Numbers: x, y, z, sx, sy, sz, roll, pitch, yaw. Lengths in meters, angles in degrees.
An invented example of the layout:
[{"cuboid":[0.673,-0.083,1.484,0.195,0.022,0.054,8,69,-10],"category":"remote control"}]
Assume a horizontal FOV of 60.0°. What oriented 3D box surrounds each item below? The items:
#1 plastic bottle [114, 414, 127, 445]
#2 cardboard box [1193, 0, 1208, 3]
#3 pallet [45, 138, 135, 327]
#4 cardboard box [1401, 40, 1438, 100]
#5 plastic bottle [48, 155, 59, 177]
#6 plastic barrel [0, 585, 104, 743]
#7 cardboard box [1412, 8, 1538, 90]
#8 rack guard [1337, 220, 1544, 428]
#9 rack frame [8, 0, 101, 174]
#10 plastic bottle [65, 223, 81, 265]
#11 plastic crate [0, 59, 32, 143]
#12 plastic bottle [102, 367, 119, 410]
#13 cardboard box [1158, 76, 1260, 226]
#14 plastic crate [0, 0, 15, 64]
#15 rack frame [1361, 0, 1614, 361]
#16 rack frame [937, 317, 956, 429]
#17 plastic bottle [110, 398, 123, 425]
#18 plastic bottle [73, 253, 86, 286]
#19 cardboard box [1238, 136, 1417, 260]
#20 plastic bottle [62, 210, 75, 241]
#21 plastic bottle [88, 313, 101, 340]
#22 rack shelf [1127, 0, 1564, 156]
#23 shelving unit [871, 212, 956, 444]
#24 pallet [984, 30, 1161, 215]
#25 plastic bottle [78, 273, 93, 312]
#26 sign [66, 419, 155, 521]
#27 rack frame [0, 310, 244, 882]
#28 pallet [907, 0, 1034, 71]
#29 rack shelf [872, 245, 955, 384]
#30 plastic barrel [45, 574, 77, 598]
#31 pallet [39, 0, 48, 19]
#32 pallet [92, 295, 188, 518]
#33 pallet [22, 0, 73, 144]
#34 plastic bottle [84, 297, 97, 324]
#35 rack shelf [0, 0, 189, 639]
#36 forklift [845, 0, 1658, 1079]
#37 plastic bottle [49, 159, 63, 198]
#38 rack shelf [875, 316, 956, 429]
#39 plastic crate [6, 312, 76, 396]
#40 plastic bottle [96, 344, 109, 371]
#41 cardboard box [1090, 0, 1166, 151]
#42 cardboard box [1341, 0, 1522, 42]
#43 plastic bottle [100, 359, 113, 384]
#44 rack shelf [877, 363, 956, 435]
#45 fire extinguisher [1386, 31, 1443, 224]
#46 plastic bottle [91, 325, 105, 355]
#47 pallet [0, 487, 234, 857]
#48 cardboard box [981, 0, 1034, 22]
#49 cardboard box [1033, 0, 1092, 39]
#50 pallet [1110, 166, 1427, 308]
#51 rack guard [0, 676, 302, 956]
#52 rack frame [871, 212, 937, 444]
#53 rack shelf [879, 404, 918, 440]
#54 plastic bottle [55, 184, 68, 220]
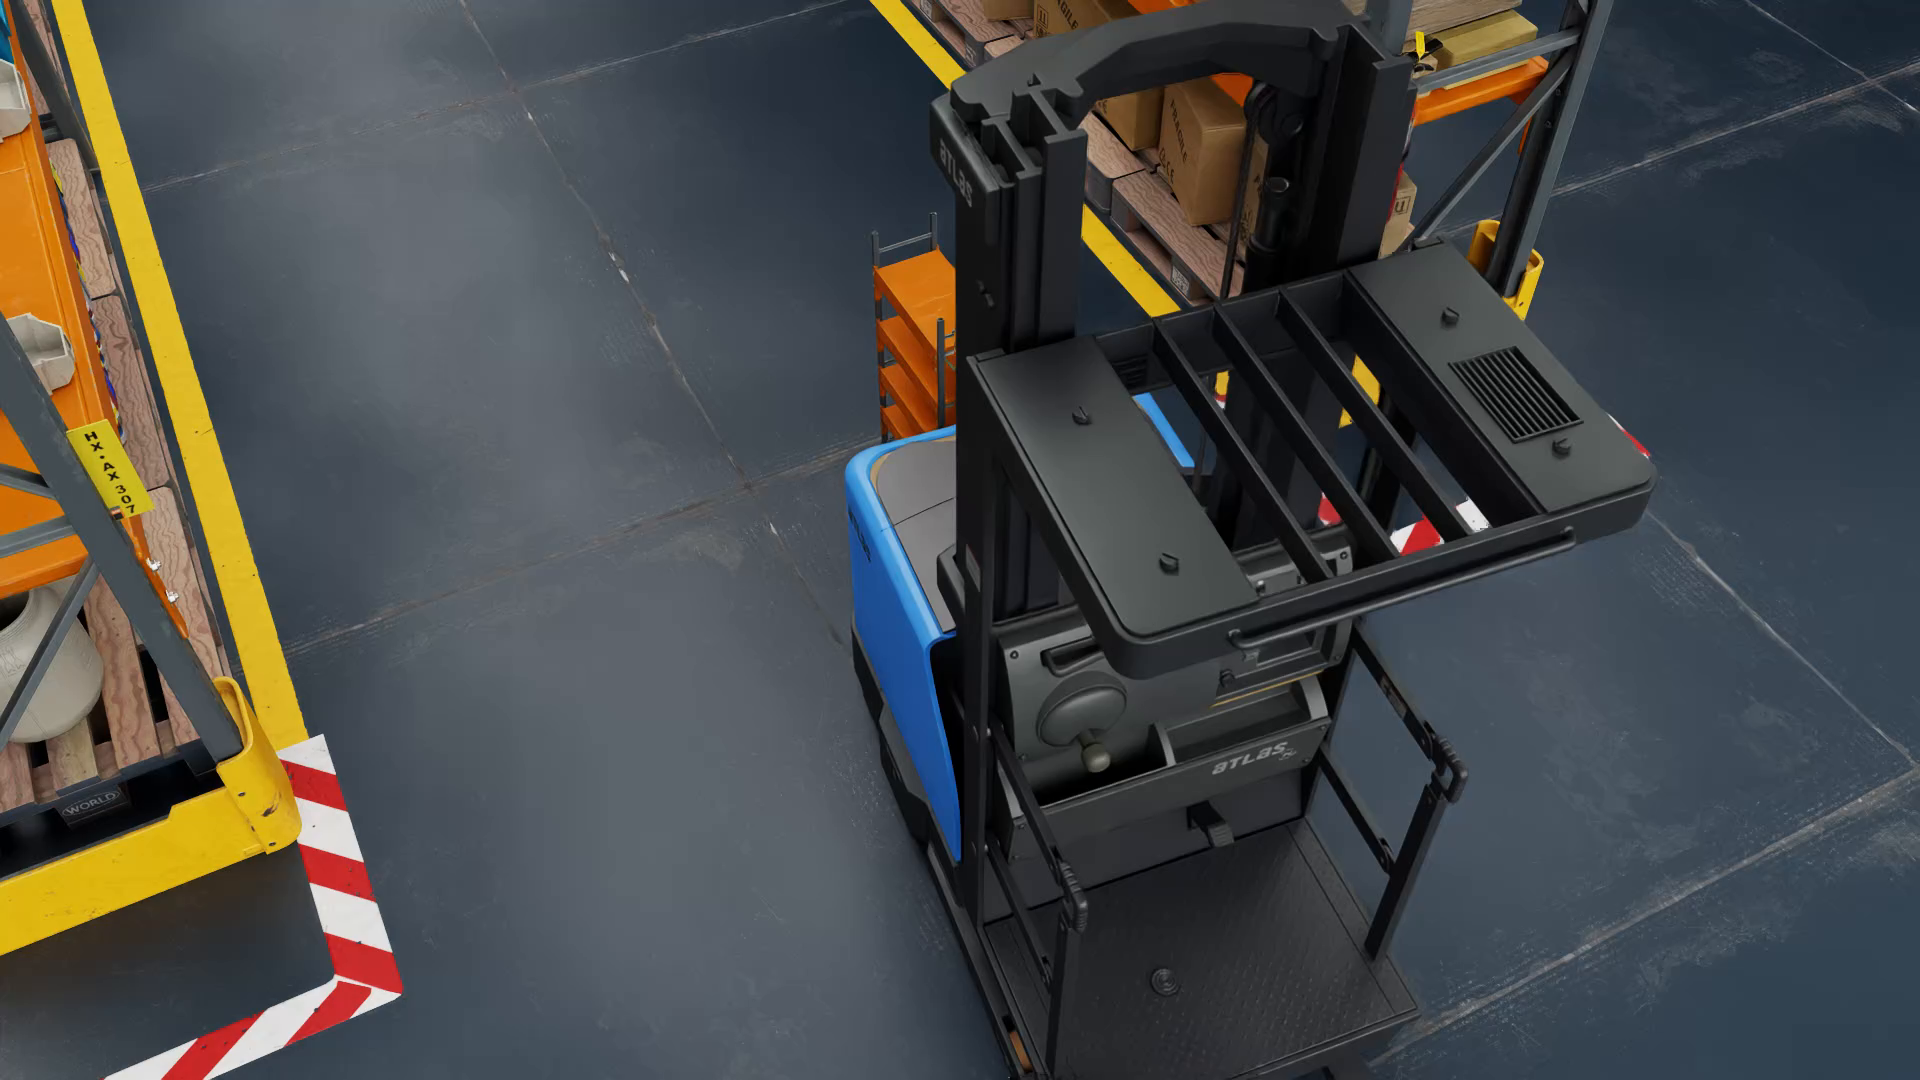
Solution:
[{"cuboid":[-3.199,-0.464,6.184,0.097,0.271,0.097,0,49,0],"category":"plastic bottle"},{"cuboid":[1.068,-2.130,6.287,0.380,0.149,0.250,-21,52,-18],"category":"cardboard box"},{"cuboid":[-4.207,-1.192,7.152,1.003,0.211,1.213,-21,52,-18],"category":"pallet"},{"cuboid":[1.443,-1.640,5.858,0.380,0.149,0.250,-21,52,-18],"category":"cardboard box"},{"cuboid":[-4.034,-1.662,7.278,0.097,0.201,0.097,0,49,0],"category":"plastic bottle"},{"cuboid":[-3.016,0.370,5.308,0.421,0.512,0.421,0,49,0],"category":"plastic barrel"},{"cuboid":[1.839,-1.793,5.992,0.380,0.149,0.250,-21,52,-18],"category":"cardboard box"},{"cuboid":[1.722,-0.831,6.644,1.175,0.500,0.348,-21,52,-18],"category":"rack guard"},{"cuboid":[-4.477,-2.574,6.509,1.000,3.000,0.127,-21,52,-18],"category":"rack frame"},{"cuboid":[-3.727,-1.270,6.880,0.061,0.283,0.133,-18,51,-15],"category":"plastic bottle"},{"cuboid":[-3.509,-1.488,5.734,0.530,0.136,0.437,-21,52,-18],"category":"plastic crate"},{"cuboid":[-3.287,-0.626,6.317,0.061,0.283,0.133,-20,52,-17],"category":"plastic bottle"},{"cuboid":[1.182,-1.730,7.152,0.500,0.500,0.500,-9,49,-8],"category":"cardboard box"},{"cuboid":[-3.729,-1.878,5.998,0.499,0.251,0.616,-21,52,-18],"category":"plastic crate"},{"cuboid":[1.757,-1.603,5.659,1.000,3.000,0.127,-21,52,-18],"category":"rack frame"},{"cuboid":[0.036,-0.342,5.752,0.240,1.200,0.015,-21,52,-18],"category":"rack frame"},{"cuboid":[-3.247,-0.511,6.271,0.097,0.201,0.097,0,49,0],"category":"plastic bottle"},{"cuboid":[-3.691,-1.170,6.748,0.144,0.351,0.185,-21,52,-18],"category":"plastic bottle"},{"cuboid":[1.486,-1.342,6.813,0.500,0.500,0.500,-13,50,-11],"category":"cardboard box"},{"cuboid":[-3.839,-1.387,6.937,0.144,0.351,0.185,-24,53,-19],"category":"plastic bottle"},{"cuboid":[-3.495,-0.896,6.561,0.097,0.271,0.097,0,49,0],"category":"plastic bottle"},{"cuboid":[0.842,-2.705,7.101,1.077,0.370,4.000,-21,52,-18],"category":"rack shelf"},{"cuboid":[-0.076,-0.506,5.895,0.258,1.200,0.503,-21,52,-18],"category":"shelving unit"},{"cuboid":[0.828,-2.107,7.953,1.003,0.211,1.213,-21,52,-18],"category":"pallet"},{"cuboid":[-3.620,-1.036,6.680,0.152,0.276,0.135,-20,52,-17],"category":"plastic bottle"},{"cuboid":[-2.156,-0.175,4.226,0.100,0.325,0.005,-21,52,-18],"category":"sign"},{"cuboid":[-2.647,0.103,4.167,1.000,3.000,0.127,-21,52,-18],"category":"rack frame"},{"cuboid":[0.265,-2.925,8.668,1.003,0.211,1.213,-21,52,-18],"category":"pallet"},{"cuboid":[-0.076,-0.765,5.599,0.258,0.148,0.480,-21,52,-18],"category":"rack shelf"},{"cuboid":[-3.245,0.034,5.601,0.421,0.512,0.421,0,49,0],"category":"plastic barrel"},{"cuboid":[-5.433,-2.986,8.721,1.003,0.211,1.213,-21,52,-18],"category":"pallet"},{"cuboid":[-3.645,-0.375,6.437,1.003,0.211,1.213,-21,52,-18],"category":"pallet"},{"cuboid":[-4.871,-2.168,8.006,1.003,0.211,1.213,-21,52,-18],"category":"pallet"},{"cuboid":[-3.541,-0.941,6.647,0.097,0.201,0.097,0,49,0],"category":"plastic bottle"},{"cuboid":[-3.562,-0.999,5.609,1.077,0.370,4.000,-21,52,-18],"category":"rack shelf"},{"cuboid":[0.625,0.390,3.962,1.130,2.935,3.031,-16,51,-13],"category":"forklift"},{"cuboid":[-3.964,-1.616,7.183,0.061,0.283,0.133,-19,51,-16],"category":"plastic bottle"},{"cuboid":[-0.076,-0.609,5.778,0.258,0.148,0.480,-21,52,-18],"category":"rack shelf"},{"cuboid":[-2.770,-0.520,4.887,0.298,0.136,0.250,-21,52,-18],"category":"plastic crate"},{"cuboid":[-3.402,-0.761,6.443,0.097,0.271,0.097,0,49,0],"category":"plastic bottle"},{"cuboid":[0.913,-2.156,7.524,0.500,0.500,0.500,-17,51,-14],"category":"cardboard box"},{"cuboid":[1.530,-2.111,5.840,0.875,0.500,0.500,-21,52,-18],"category":"cardboard box"},{"cuboid":[-3.356,-0.694,6.384,0.097,0.271,0.097,0,49,0],"category":"plastic bottle"},{"cuboid":[-0.076,-0.462,5.946,0.258,0.148,0.480,-21,52,-18],"category":"rack shelf"},{"cuboid":[1.400,-1.342,5.482,0.296,0.674,0.183,-21,52,-18],"category":"fire extinguisher"},{"cuboid":[-3.447,-0.804,6.527,0.097,0.201,0.097,0,49,0],"category":"plastic bottle"},{"cuboid":[-3.091,0.441,5.724,1.003,0.211,1.213,-21,52,-18],"category":"pallet"},{"cuboid":[0.343,-2.933,8.204,0.500,0.500,0.500,-7,49,-6],"category":"cardboard box"},{"cuboid":[0.697,-2.545,7.864,0.500,0.500,0.500,-26,54,-21],"category":"cardboard box"},{"cuboid":[1.382,-1.292,7.239,1.003,0.211,1.213,-21,52,-18],"category":"pallet"},{"cuboid":[-2.724,0.891,5.138,1.175,0.500,0.348,-21,52,-18],"category":"rack guard"},{"cuboid":[-0.187,-0.669,6.038,0.240,1.200,0.015,-21,52,-18],"category":"rack frame"},{"cuboid":[-0.076,-0.331,6.095,0.258,0.148,0.480,-21,52,-18],"category":"rack shelf"},{"cuboid":[-3.926,-1.515,7.050,0.144,0.351,0.185,-22,53,-18],"category":"plastic bottle"}]
